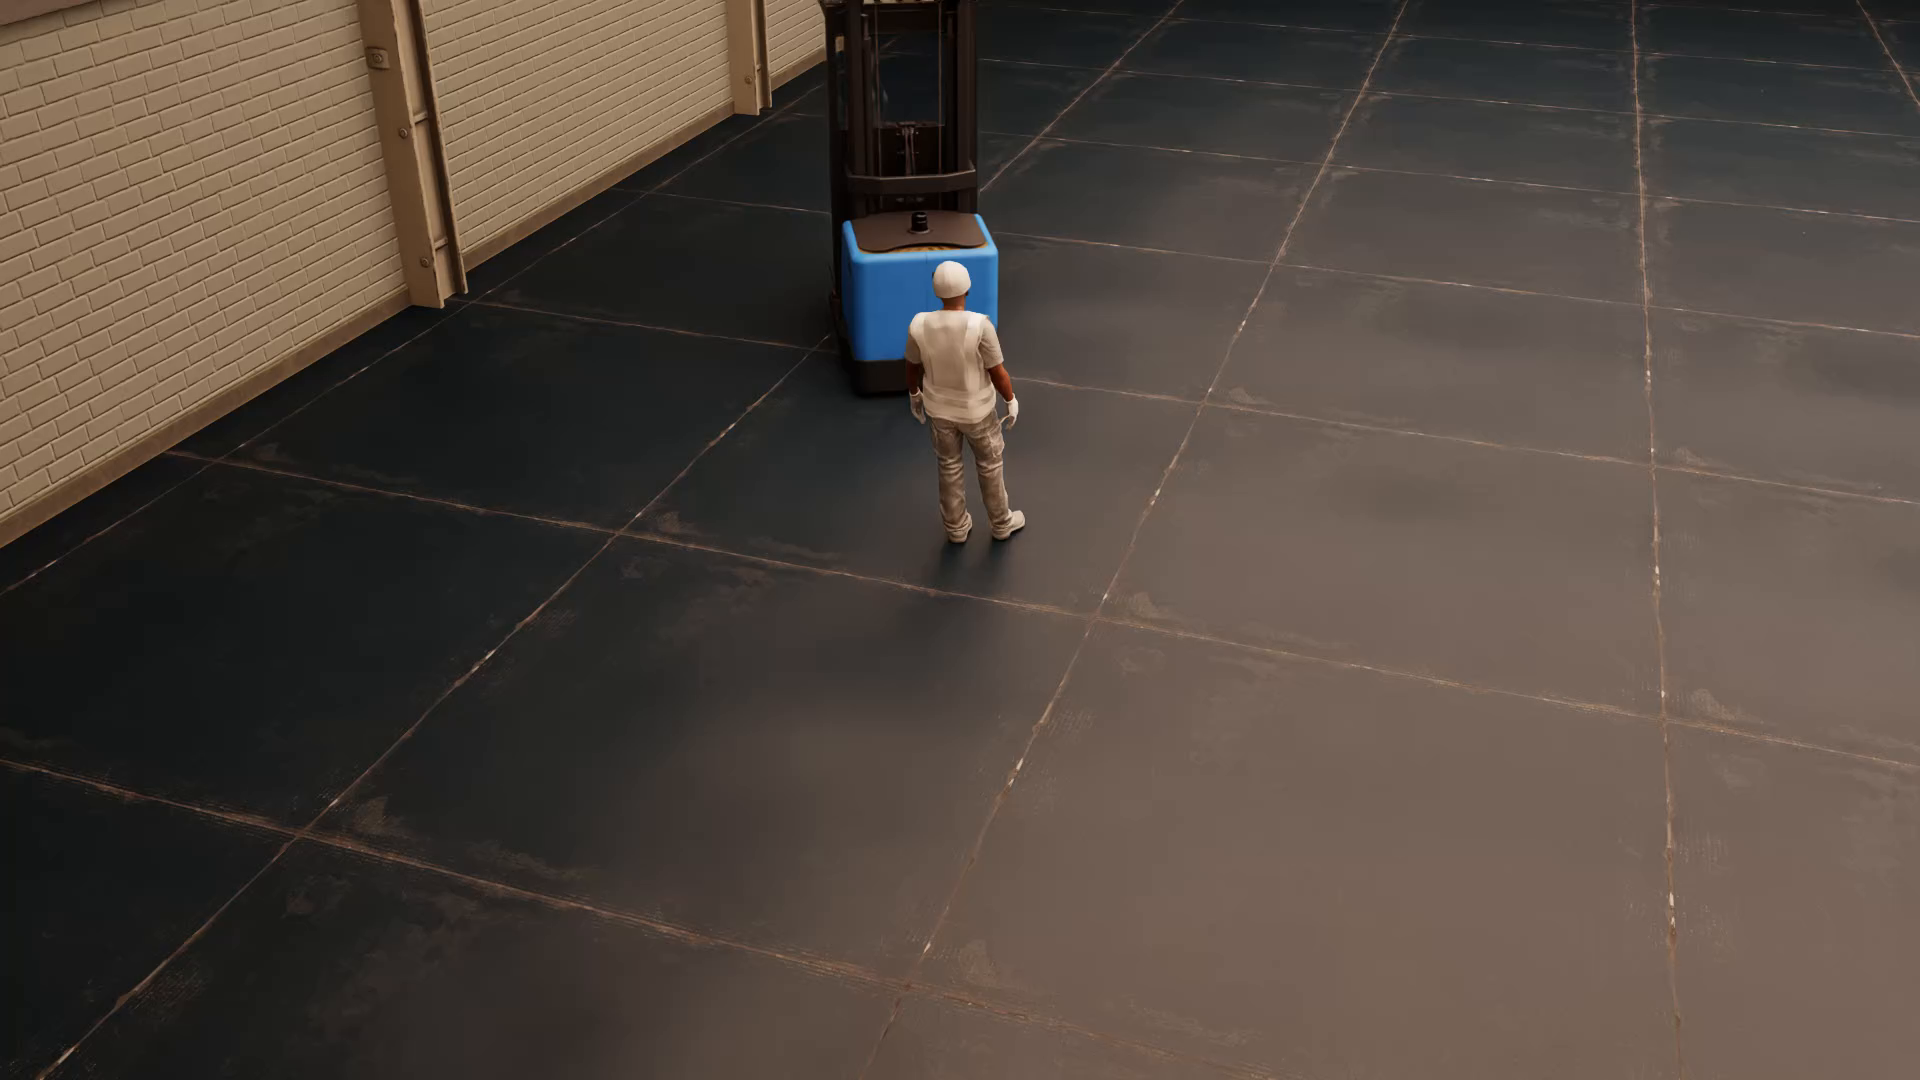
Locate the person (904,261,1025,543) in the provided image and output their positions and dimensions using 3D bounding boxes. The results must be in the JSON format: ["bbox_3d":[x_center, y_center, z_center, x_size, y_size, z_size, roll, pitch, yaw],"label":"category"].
[{"bbox_3d":[0.032,-0.814,9.708,0.657,1.785,0.575,10,31,16],"label":"person"}]

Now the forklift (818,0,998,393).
[{"bbox_3d":[-0.450,-3.028,12.448,1.130,2.935,3.031,-4,30,-7],"label":"forklift"}]
